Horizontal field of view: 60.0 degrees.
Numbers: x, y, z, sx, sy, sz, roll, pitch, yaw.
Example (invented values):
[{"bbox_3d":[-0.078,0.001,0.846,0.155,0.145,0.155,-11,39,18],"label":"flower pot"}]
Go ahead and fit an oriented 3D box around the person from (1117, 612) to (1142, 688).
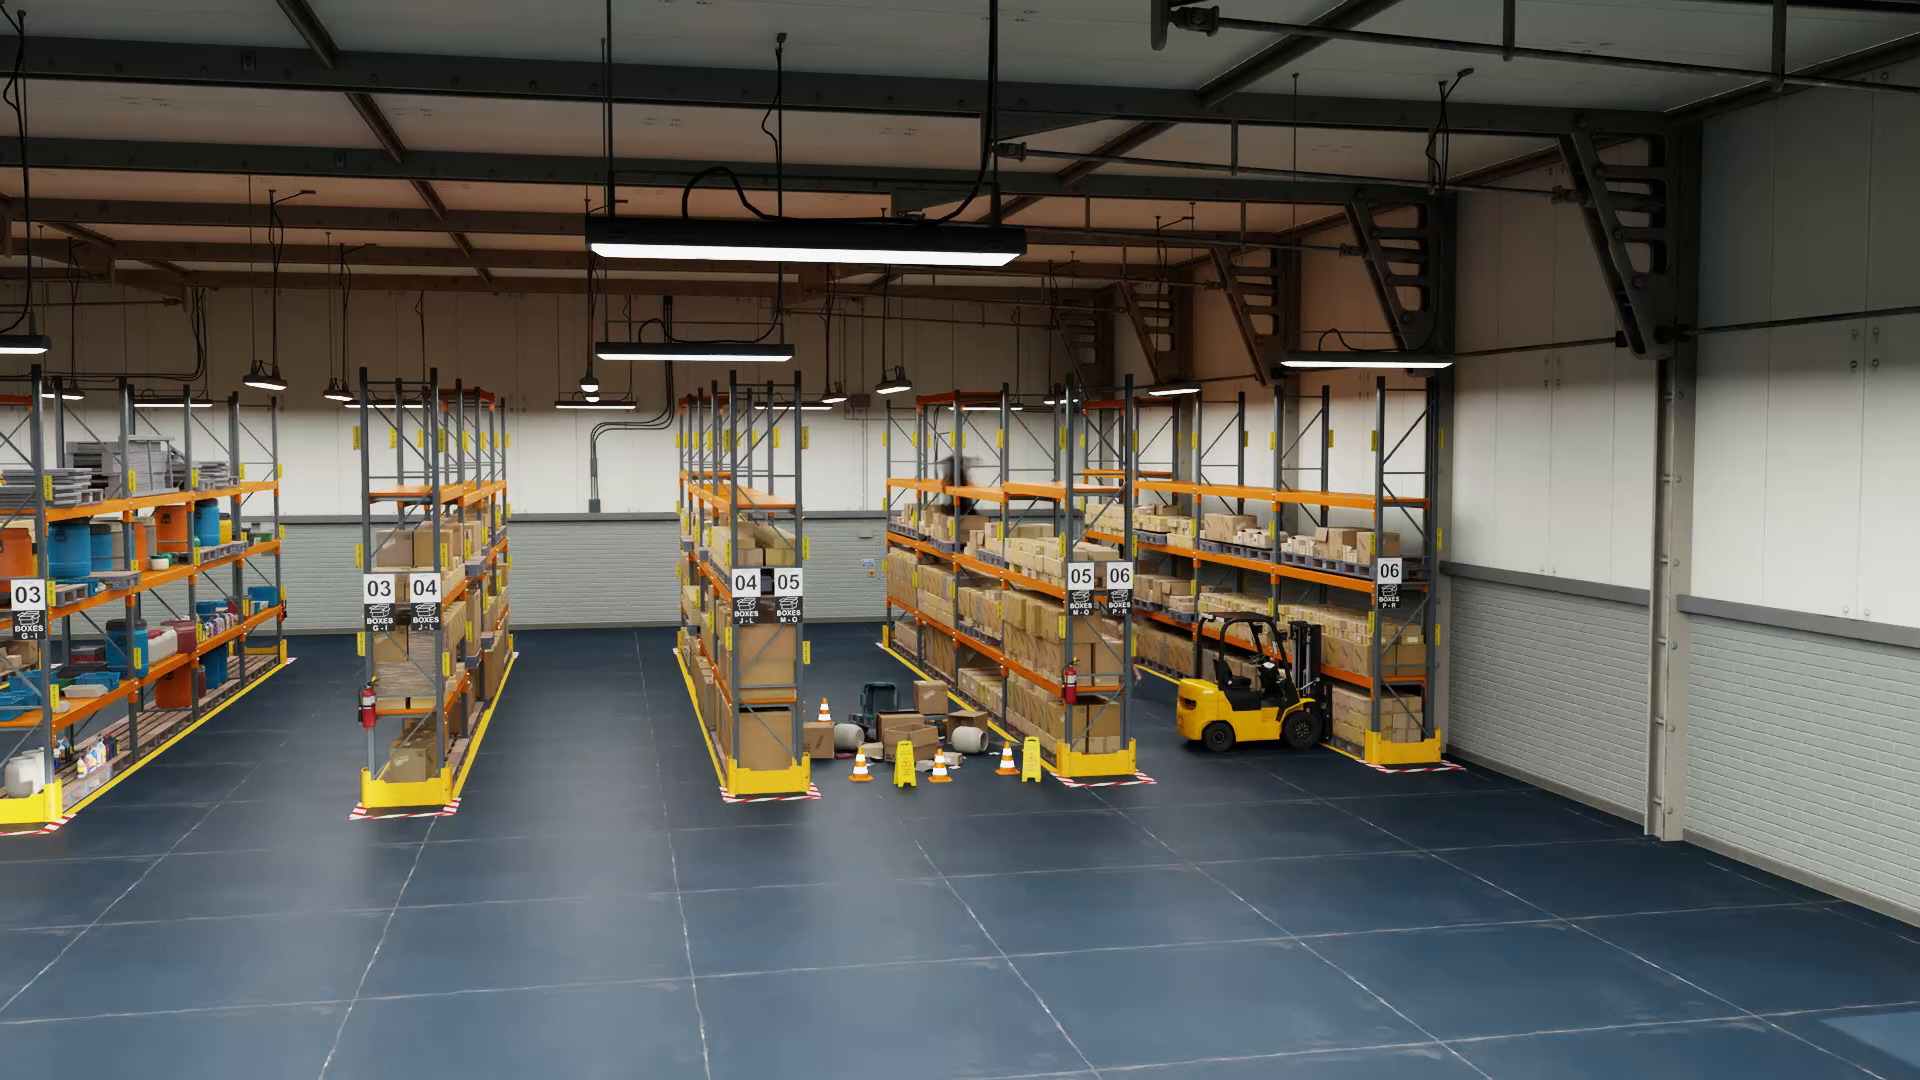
[{"bbox_3d":[3.342,2.176,33.229,0.581,1.609,0.903,-1,4,-22],"label":"person"}]
